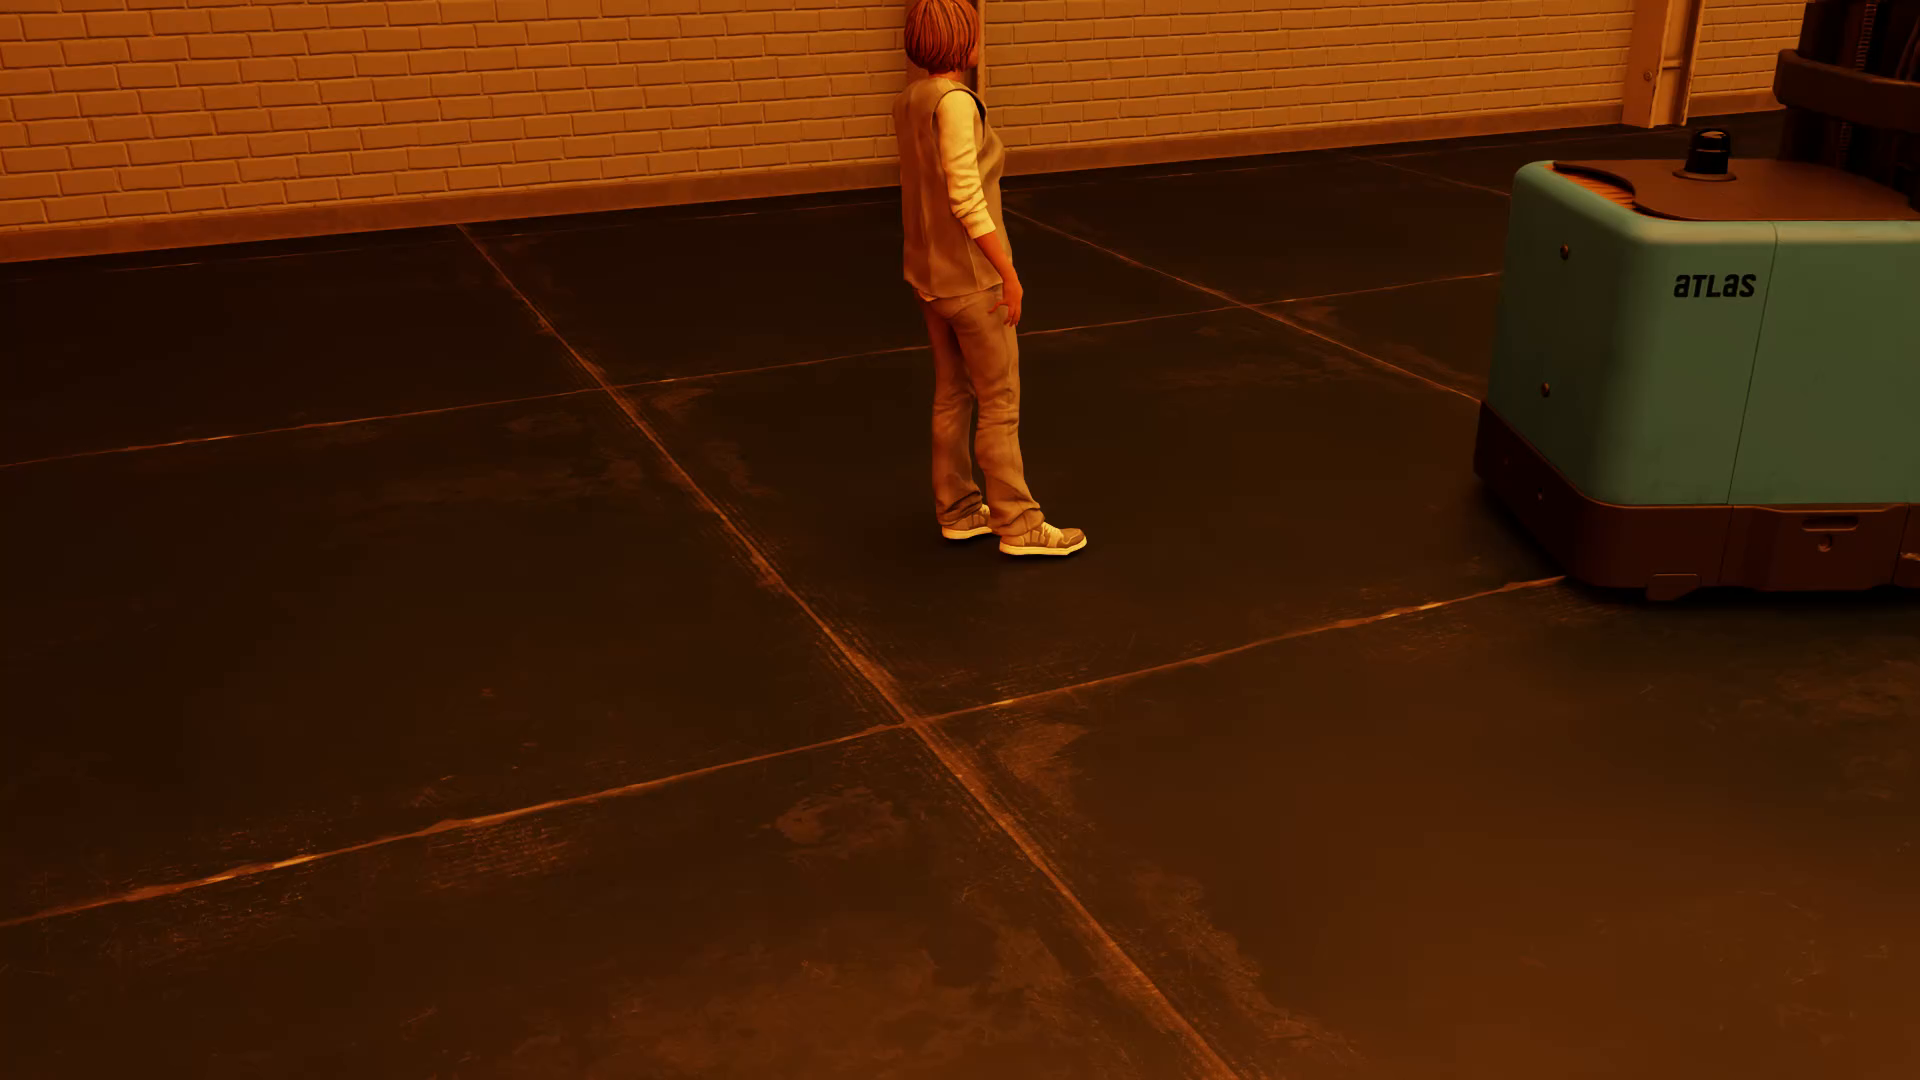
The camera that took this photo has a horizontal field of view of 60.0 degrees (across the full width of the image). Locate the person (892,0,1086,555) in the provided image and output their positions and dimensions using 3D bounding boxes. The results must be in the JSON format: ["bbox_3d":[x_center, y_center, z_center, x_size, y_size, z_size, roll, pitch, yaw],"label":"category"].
[{"bbox_3d":[0.073,-0.751,4.814,0.475,1.597,0.520,-10,25,-23],"label":"person"}]

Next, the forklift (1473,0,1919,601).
[{"bbox_3d":[3.217,-1.370,4.585,3.031,2.935,1.130,-1,23,-2],"label":"forklift"}]
